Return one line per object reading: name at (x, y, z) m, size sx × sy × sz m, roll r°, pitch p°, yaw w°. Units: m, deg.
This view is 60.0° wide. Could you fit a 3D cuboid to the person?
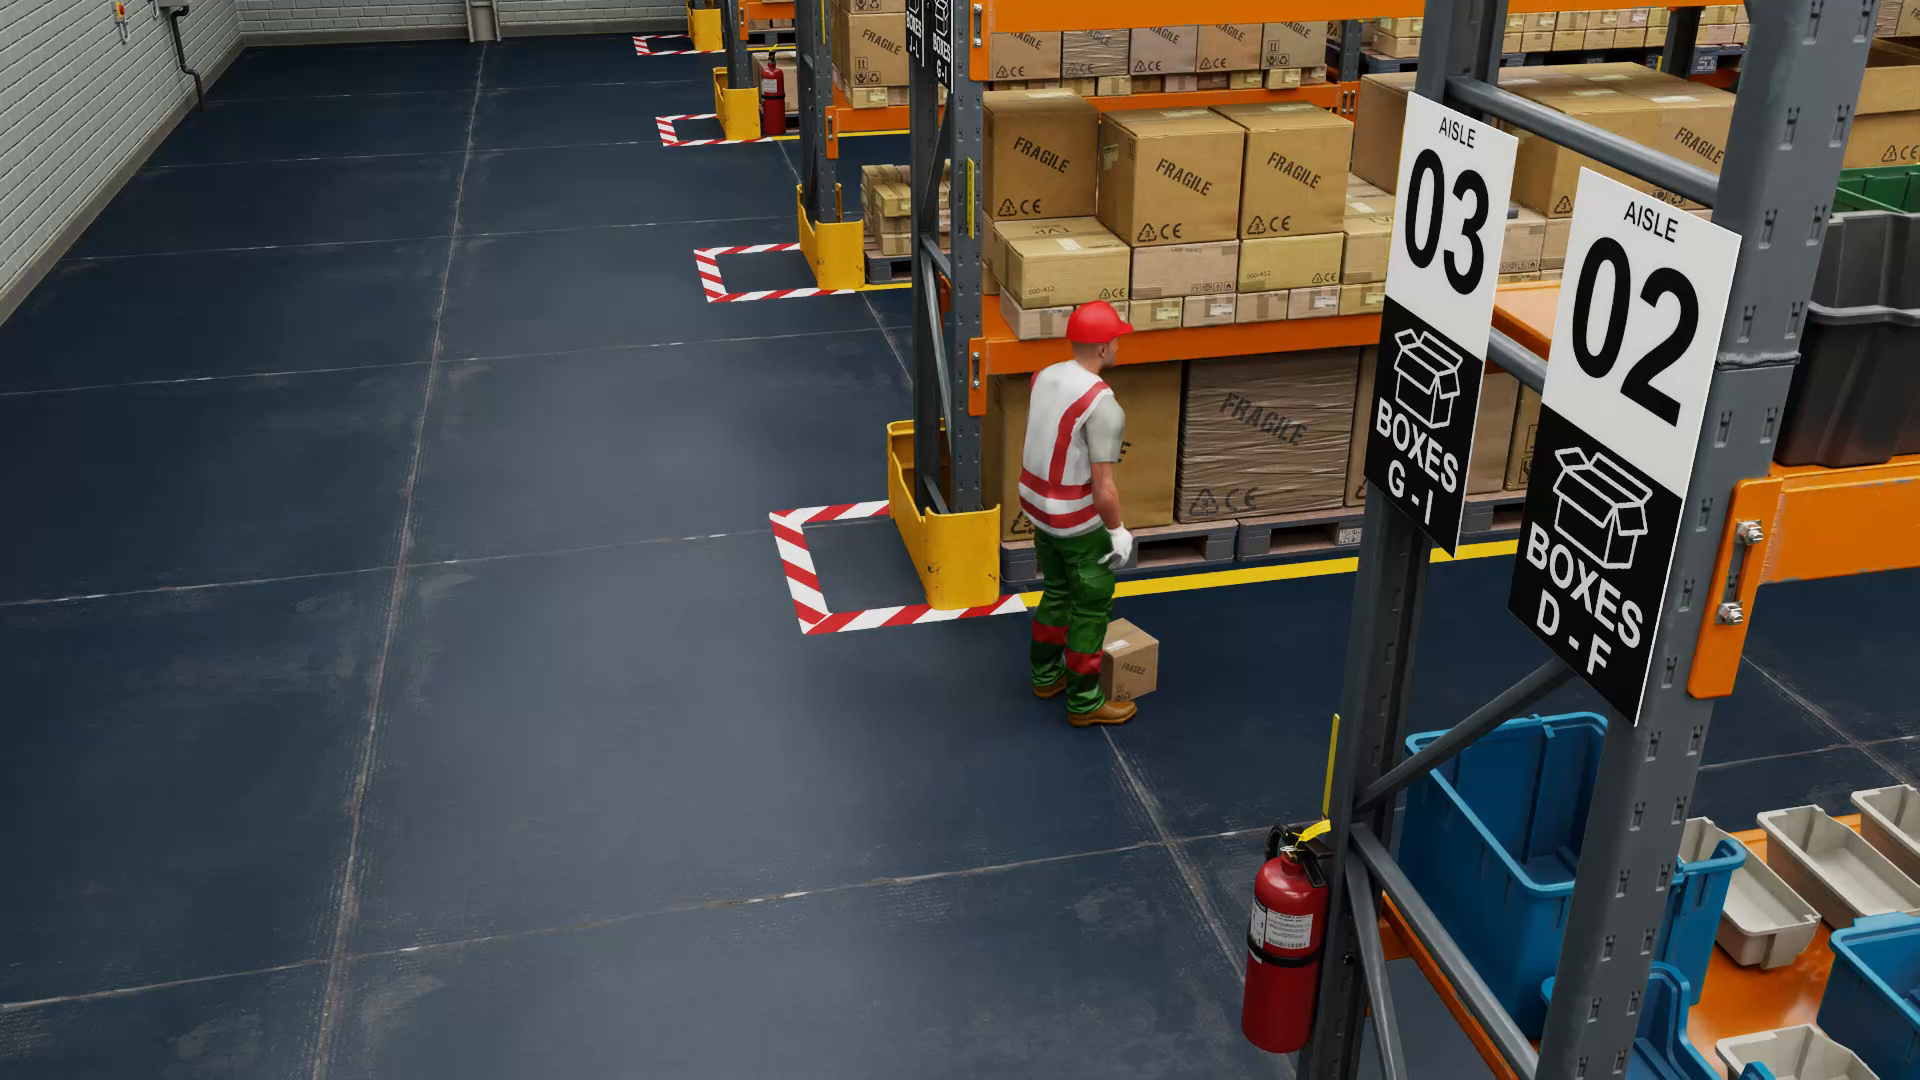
person at (0.486, -0.106, 6.811) m, size 0.454 × 1.779 × 0.620 m, roll -14°, pitch 30°, yaw -26°
